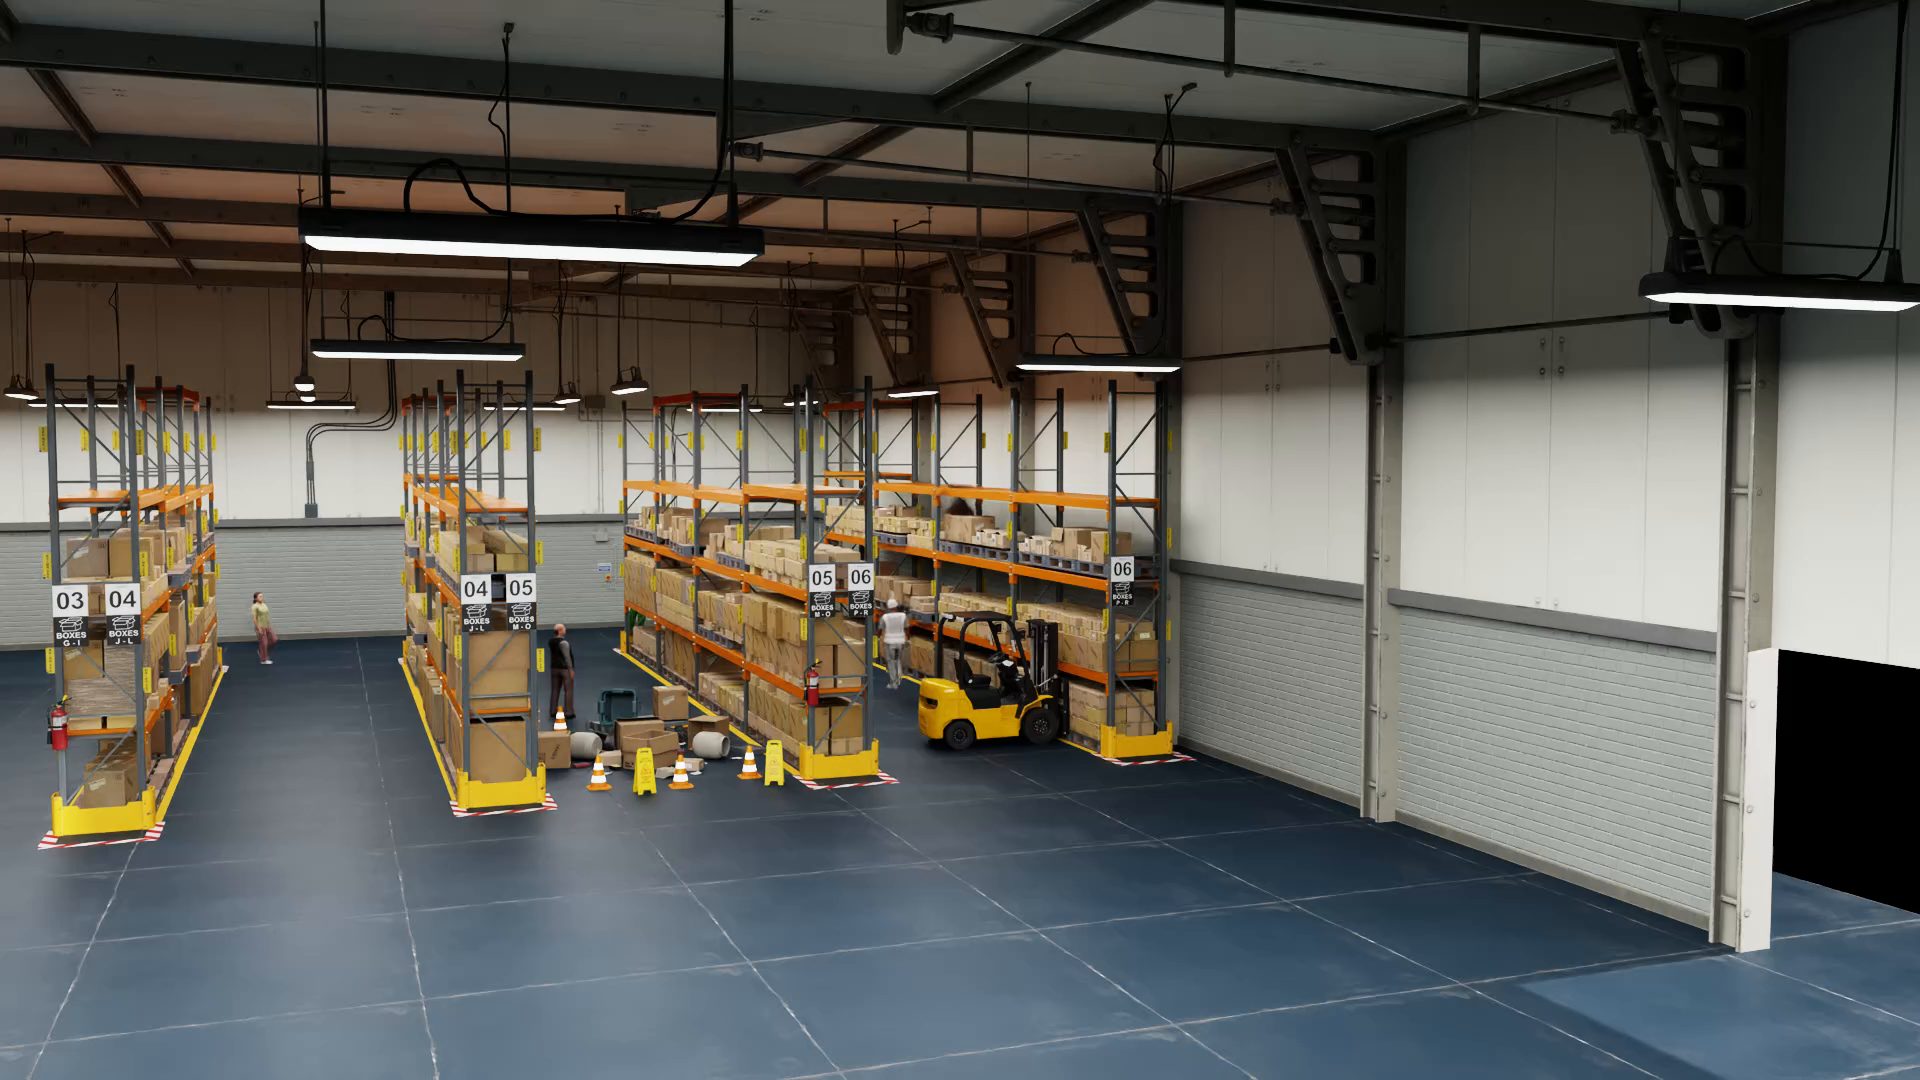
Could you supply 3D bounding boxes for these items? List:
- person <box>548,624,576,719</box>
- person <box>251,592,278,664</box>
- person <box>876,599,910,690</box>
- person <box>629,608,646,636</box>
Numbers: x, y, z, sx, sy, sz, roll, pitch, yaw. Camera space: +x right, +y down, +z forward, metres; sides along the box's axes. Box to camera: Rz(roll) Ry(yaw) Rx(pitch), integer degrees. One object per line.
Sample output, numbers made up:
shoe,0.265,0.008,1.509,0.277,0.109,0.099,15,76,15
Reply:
person,-7.249,2.377,30.247,0.544,1.722,0.417,1,4,23
person,-15.652,1.975,37.337,0.483,1.644,0.517,2,4,25
person,-1.338,2.070,32.791,0.625,1.846,0.601,-1,4,-24
person,-7.999,1.708,41.342,0.604,1.819,0.436,0,3,0
